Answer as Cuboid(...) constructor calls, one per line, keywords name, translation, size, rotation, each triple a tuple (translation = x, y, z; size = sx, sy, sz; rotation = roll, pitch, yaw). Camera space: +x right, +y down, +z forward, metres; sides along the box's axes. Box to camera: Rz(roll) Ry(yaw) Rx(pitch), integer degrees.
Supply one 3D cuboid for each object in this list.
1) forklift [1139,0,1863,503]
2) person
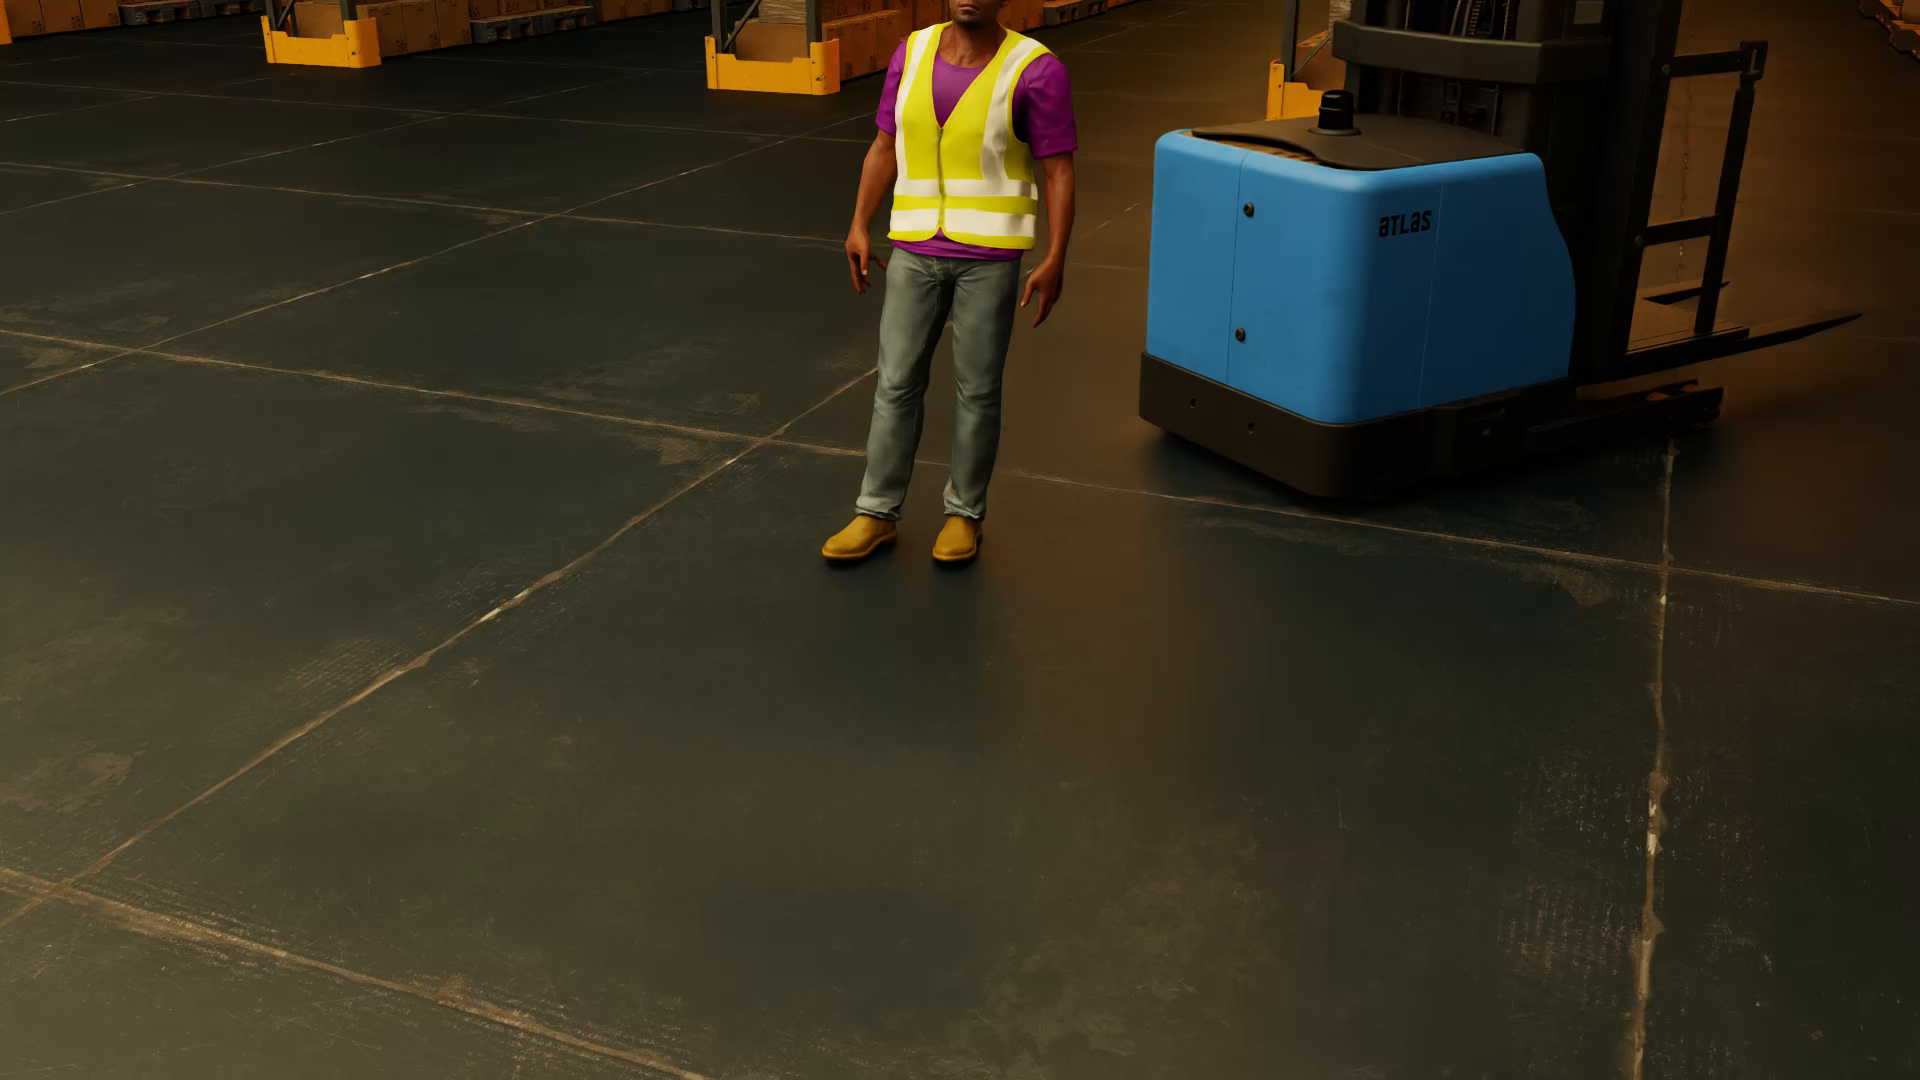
Cuboid(name="forklift", translation=(2.172, -1.874, 5.775), size=(3.031, 2.935, 1.130), rotation=(-13, 26, -28))
Cuboid(name="person", translation=(-0.031, -0.797, 4.691), size=(0.665, 1.769, 0.574), rotation=(9, 24, 21))
